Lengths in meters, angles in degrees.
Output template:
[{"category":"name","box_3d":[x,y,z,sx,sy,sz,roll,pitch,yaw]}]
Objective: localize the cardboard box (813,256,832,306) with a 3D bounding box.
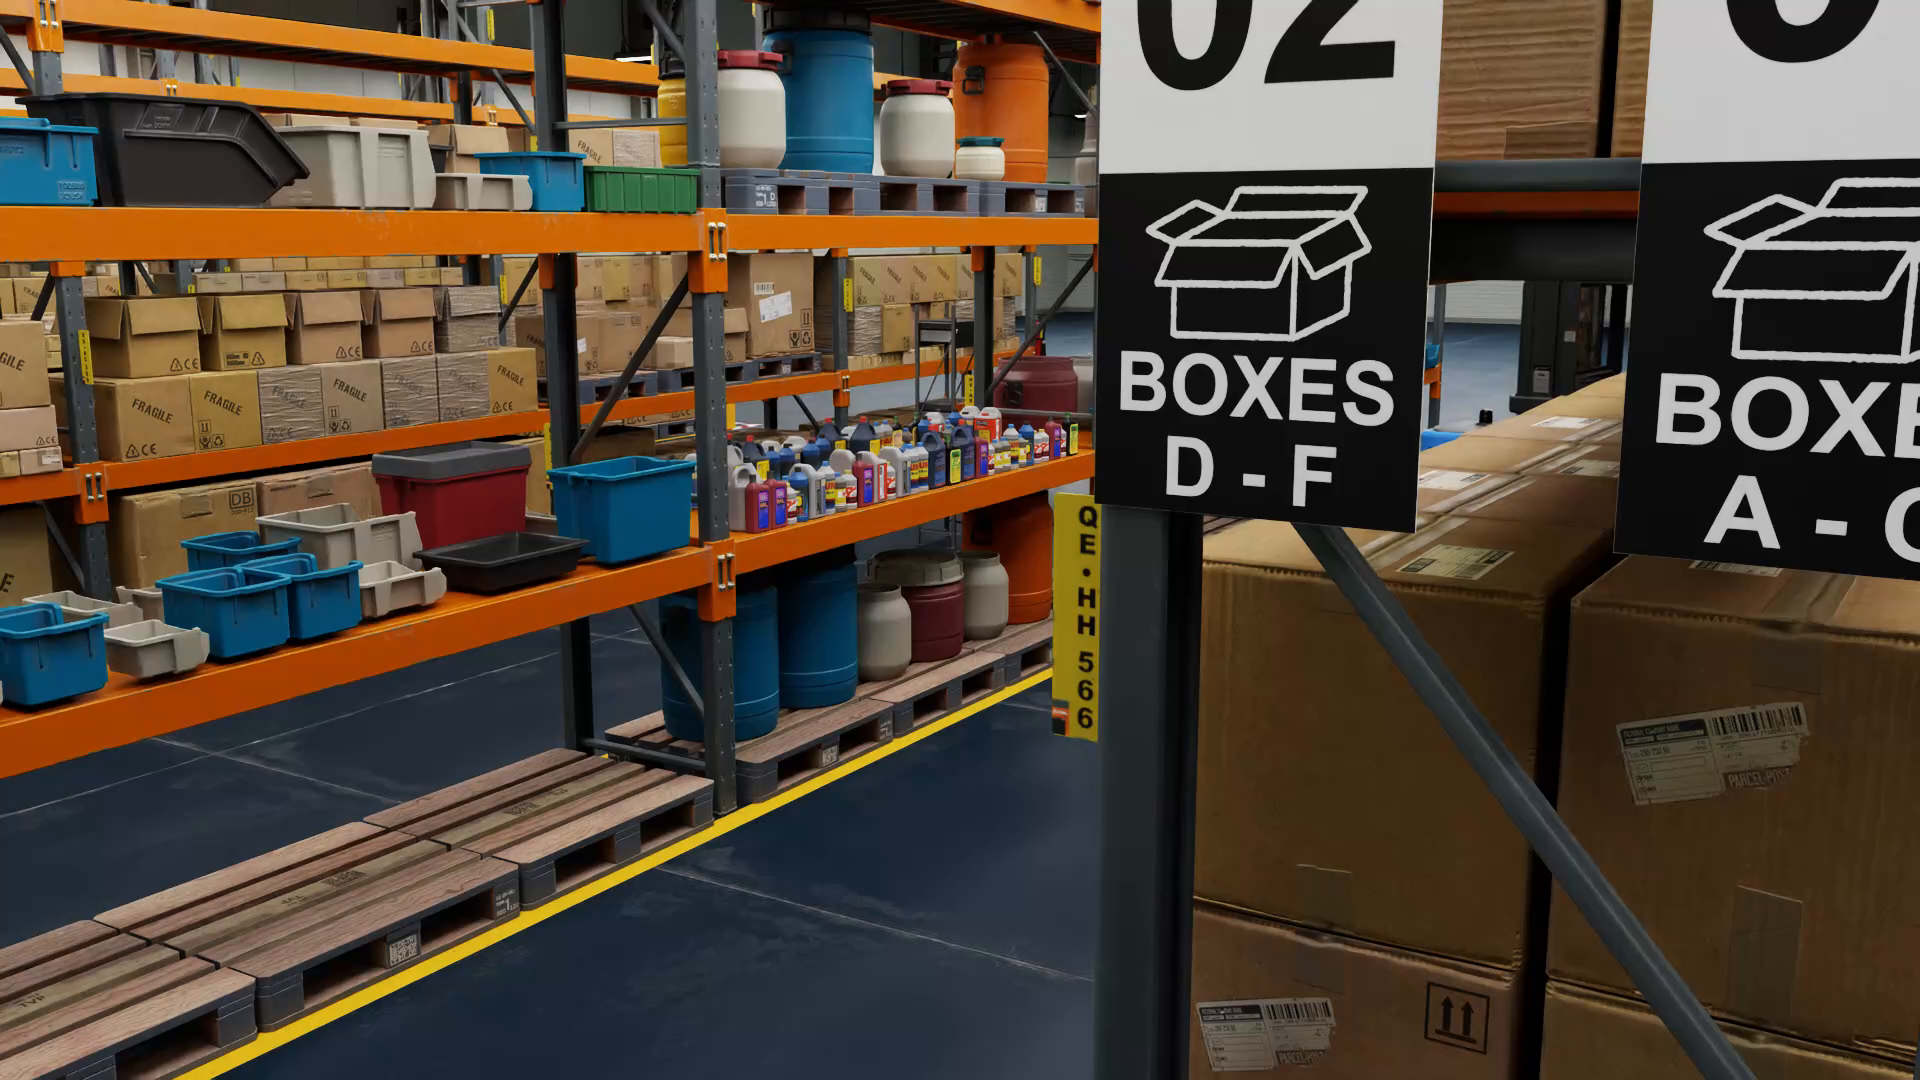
[{"category":"cardboard box","box_3d":[-1.606,-2.735,17.527,0.500,0.500,0.500,6,12,31]}]

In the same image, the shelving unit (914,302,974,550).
[{"category":"shelving unit","box_3d":[-0.086,-1.006,14.536,0.431,2.100,0.503,6,12,31]}]

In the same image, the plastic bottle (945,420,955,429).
[{"category":"plastic bottle","box_3d":[-0.083,-0.683,10.904,0.097,0.201,0.097,0,11,0]}]

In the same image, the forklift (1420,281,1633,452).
[{"category":"forklift","box_3d":[5.307,-1.199,13.310,3.031,2.935,1.130,9,14,39]}]

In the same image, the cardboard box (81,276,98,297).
[{"category":"cardboard box","box_3d":[-10.919,-2.964,20.326,0.500,0.500,0.500,6,12,29]}]

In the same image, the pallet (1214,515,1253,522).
[{"category":"pallet","box_3d":[3.013,-0.209,15.409,1.003,0.211,1.213,6,12,31]}]

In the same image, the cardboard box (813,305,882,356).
[{"category":"cardboard box","box_3d":[-1.318,-2.211,17.447,0.875,0.500,0.500,6,12,31]}]

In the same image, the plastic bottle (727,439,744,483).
[{"category":"plastic bottle","box_3d":[-1.204,-0.357,8.759,0.144,0.351,0.185,6,12,31]}]

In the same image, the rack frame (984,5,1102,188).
[{"category":"rack frame","box_3d":[0.552,-3.797,10.697,1.000,3.000,0.127,6,12,31]}]

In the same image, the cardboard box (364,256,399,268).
[{"category":"cardboard box","box_3d":[-8.522,-3.943,23.983,0.700,0.500,0.500,6,12,30]}]

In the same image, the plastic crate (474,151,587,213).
[{"category":"plastic crate","box_3d":[-1.725,-1.438,6.700,0.416,0.233,0.300,6,12,31]}]

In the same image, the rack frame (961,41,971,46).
[{"category":"rack frame","box_3d":[0.472,-5.529,19.945,1.000,3.000,0.127,6,12,31]}]

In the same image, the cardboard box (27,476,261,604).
[{"category":"cardboard box","box_3d":[-5.443,0.043,11.121,1.225,0.875,0.875,6,12,31]}]

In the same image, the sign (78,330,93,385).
[{"category":"sign","box_3d":[-5.283,-1.104,10.047,0.100,0.325,0.005,6,12,31]}]

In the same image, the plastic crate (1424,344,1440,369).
[{"category":"plastic crate","box_3d":[4.701,-1.926,17.410,0.499,0.251,0.616,6,12,31]}]

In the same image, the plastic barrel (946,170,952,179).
[{"category":"plastic barrel","box_3d":[-0.195,-2.308,10.176,0.294,0.245,0.294,0,11,0]}]

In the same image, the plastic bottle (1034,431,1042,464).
[{"category":"plastic bottle","box_3d":[0.461,-0.578,10.347,0.097,0.201,0.097,0,11,0]}]

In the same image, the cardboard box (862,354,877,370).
[{"category":"cardboard box","box_3d":[-1.095,-1.870,17.390,0.380,0.149,0.250,6,12,31]}]

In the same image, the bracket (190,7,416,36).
[{"category":"bracket","box_3d":[-11.508,-9.134,29.422,0.076,0.066,4.783,6,12,31]}]

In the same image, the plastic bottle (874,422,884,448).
[{"category":"plastic bottle","box_3d":[-0.512,-0.587,10.202,0.097,0.271,0.097,0,11,0]}]

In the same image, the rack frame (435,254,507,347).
[{"category":"rack frame","box_3d":[-5.791,-2.440,19.753,1.000,3.000,0.127,6,12,31]}]

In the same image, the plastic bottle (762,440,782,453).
[{"category":"plastic bottle","box_3d":[-1.075,-0.409,9.240,0.152,0.276,0.135,6,12,31]}]

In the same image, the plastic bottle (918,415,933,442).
[{"category":"plastic bottle","box_3d":[-0.221,-0.654,10.559,0.097,0.271,0.097,0,11,0]}]

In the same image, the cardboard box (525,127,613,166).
[{"category":"cardboard box","box_3d":[-3.217,-3.140,13.709,0.500,0.500,0.500,7,12,31]}]

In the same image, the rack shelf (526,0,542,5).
[{"category":"rack shelf","box_3d":[-2.563,-2.303,5.760,1.077,0.370,4.000,6,12,31]}]

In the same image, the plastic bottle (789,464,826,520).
[{"category":"plastic bottle","box_3d":[-0.769,-0.252,8.402,0.152,0.276,0.135,6,12,31]}]

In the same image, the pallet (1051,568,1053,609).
[{"category":"pallet","box_3d":[0.987,0.404,12.137,1.003,0.211,1.213,6,12,31]}]

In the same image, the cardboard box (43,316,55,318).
[{"category":"cardboard box","box_3d":[-8.134,-1.943,15.021,0.380,0.149,0.250,7,13,32]}]

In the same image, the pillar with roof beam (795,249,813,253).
[{"category":"pillar with roof beam","box_3d":[-0.349,-9.345,40.332,9.100,9.000,0.548,6,12,31]}]

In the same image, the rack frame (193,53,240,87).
[{"category":"rack frame","box_3d":[-12.242,-6.949,27.532,1.000,3.000,0.127,6,12,31]}]

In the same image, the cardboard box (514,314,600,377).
[{"category":"cardboard box","box_3d":[-3.435,-1.666,14.203,0.500,0.500,0.500,5,12,24]}]

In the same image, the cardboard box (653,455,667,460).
[{"category":"cardboard box","box_3d":[-3.073,-0.505,15.012,0.700,0.500,0.500,5,12,26]}]

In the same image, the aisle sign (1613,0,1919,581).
[{"category":"aisle sign","box_3d":[0.846,-0.355,1.551,0.394,0.787,0.004,6,12,31]}]

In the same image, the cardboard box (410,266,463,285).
[{"category":"cardboard box","box_3d":[-6.044,-2.902,19.232,0.700,0.500,0.500,6,12,30]}]

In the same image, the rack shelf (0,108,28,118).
[{"category":"rack shelf","box_3d":[-11.113,-4.982,20.065,1.077,0.370,4.000,6,12,31]}]

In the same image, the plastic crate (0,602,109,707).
[{"category":"plastic crate","box_3d":[-2.850,0.352,5.131,0.416,0.233,0.300,6,12,31]}]

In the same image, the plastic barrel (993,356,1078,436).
[{"category":"plastic barrel","box_3d":[0.534,-1.017,11.781,0.600,0.536,0.708,6,12,31]}]

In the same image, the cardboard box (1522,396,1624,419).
[{"category":"cardboard box","box_3d":[1.687,-0.077,4.139,0.500,0.500,0.500,6,12,29]}]

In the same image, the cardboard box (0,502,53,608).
[{"category":"cardboard box","box_3d":[-6.169,0.242,10.060,0.875,0.875,0.875,6,12,31]}]

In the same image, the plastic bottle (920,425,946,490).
[{"category":"plastic bottle","box_3d":[-0.170,-0.469,9.356,0.144,0.351,0.185,6,12,31]}]

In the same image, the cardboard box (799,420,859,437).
[{"category":"cardboard box","box_3d":[-1.363,-0.988,17.644,0.500,0.500,0.500,6,12,29]}]

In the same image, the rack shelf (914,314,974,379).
[{"category":"rack shelf","box_3d":[-0.086,-1.681,14.410,0.431,0.518,0.480,6,12,31]}]

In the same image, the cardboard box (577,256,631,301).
[{"category":"cardboard box","box_3d":[-4.718,-3.353,21.286,0.875,0.550,0.500,6,12,31]}]

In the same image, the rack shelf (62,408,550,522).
[{"category":"rack shelf","box_3d":[-4.720,-0.653,12.163,1.077,0.370,4.000,6,12,31]}]

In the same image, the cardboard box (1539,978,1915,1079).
[{"category":"cardboard box","box_3d":[1.086,0.790,2.227,0.500,0.500,0.500,7,13,32]}]

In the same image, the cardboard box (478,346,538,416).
[{"category":"cardboard box","box_3d":[-3.726,-1.269,13.226,0.500,0.500,0.500,7,13,32]}]

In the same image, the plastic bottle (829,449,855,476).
[{"category":"plastic bottle","box_3d":[-0.608,-0.355,8.950,0.152,0.276,0.135,6,12,31]}]

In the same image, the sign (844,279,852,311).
[{"category":"sign","box_3d":[-1.128,-2.467,16.750,0.100,0.325,0.005,6,12,31]}]

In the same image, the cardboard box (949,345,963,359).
[{"category":"cardboard box","box_3d":[-0.188,-2.146,18.862,0.380,0.149,0.250,6,12,31]}]

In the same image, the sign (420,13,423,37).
[{"category":"sign","box_3d":[-6.253,-5.983,19.404,0.100,0.325,0.005,6,12,31]}]

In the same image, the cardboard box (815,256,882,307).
[{"category":"cardboard box","box_3d":[-1.154,-2.684,17.257,0.500,0.500,0.500,6,12,31]}]

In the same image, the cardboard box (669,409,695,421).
[{"category":"cardboard box","box_3d":[-4.010,-2.119,22.667,0.875,0.875,0.875,6,12,31]}]

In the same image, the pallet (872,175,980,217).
[{"category":"pallet","box_3d":[-0.615,-1.912,9.293,1.003,0.211,1.213,6,12,31]}]

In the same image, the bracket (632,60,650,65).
[{"category":"bracket","box_3d":[-7.055,-10.483,36.627,0.235,0.232,0.430,6,12,31]}]

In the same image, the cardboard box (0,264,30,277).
[{"category":"cardboard box","box_3d":[-11.543,-3.273,20.217,0.380,0.149,0.250,6,12,28]}]

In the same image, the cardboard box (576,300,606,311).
[{"category":"cardboard box","box_3d":[-4.963,-2.736,20.922,0.875,0.550,0.550,6,12,31]}]

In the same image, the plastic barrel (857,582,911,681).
[{"category":"plastic barrel","box_3d":[-0.491,0.522,9.551,0.421,0.512,0.421,0,11,0]}]
